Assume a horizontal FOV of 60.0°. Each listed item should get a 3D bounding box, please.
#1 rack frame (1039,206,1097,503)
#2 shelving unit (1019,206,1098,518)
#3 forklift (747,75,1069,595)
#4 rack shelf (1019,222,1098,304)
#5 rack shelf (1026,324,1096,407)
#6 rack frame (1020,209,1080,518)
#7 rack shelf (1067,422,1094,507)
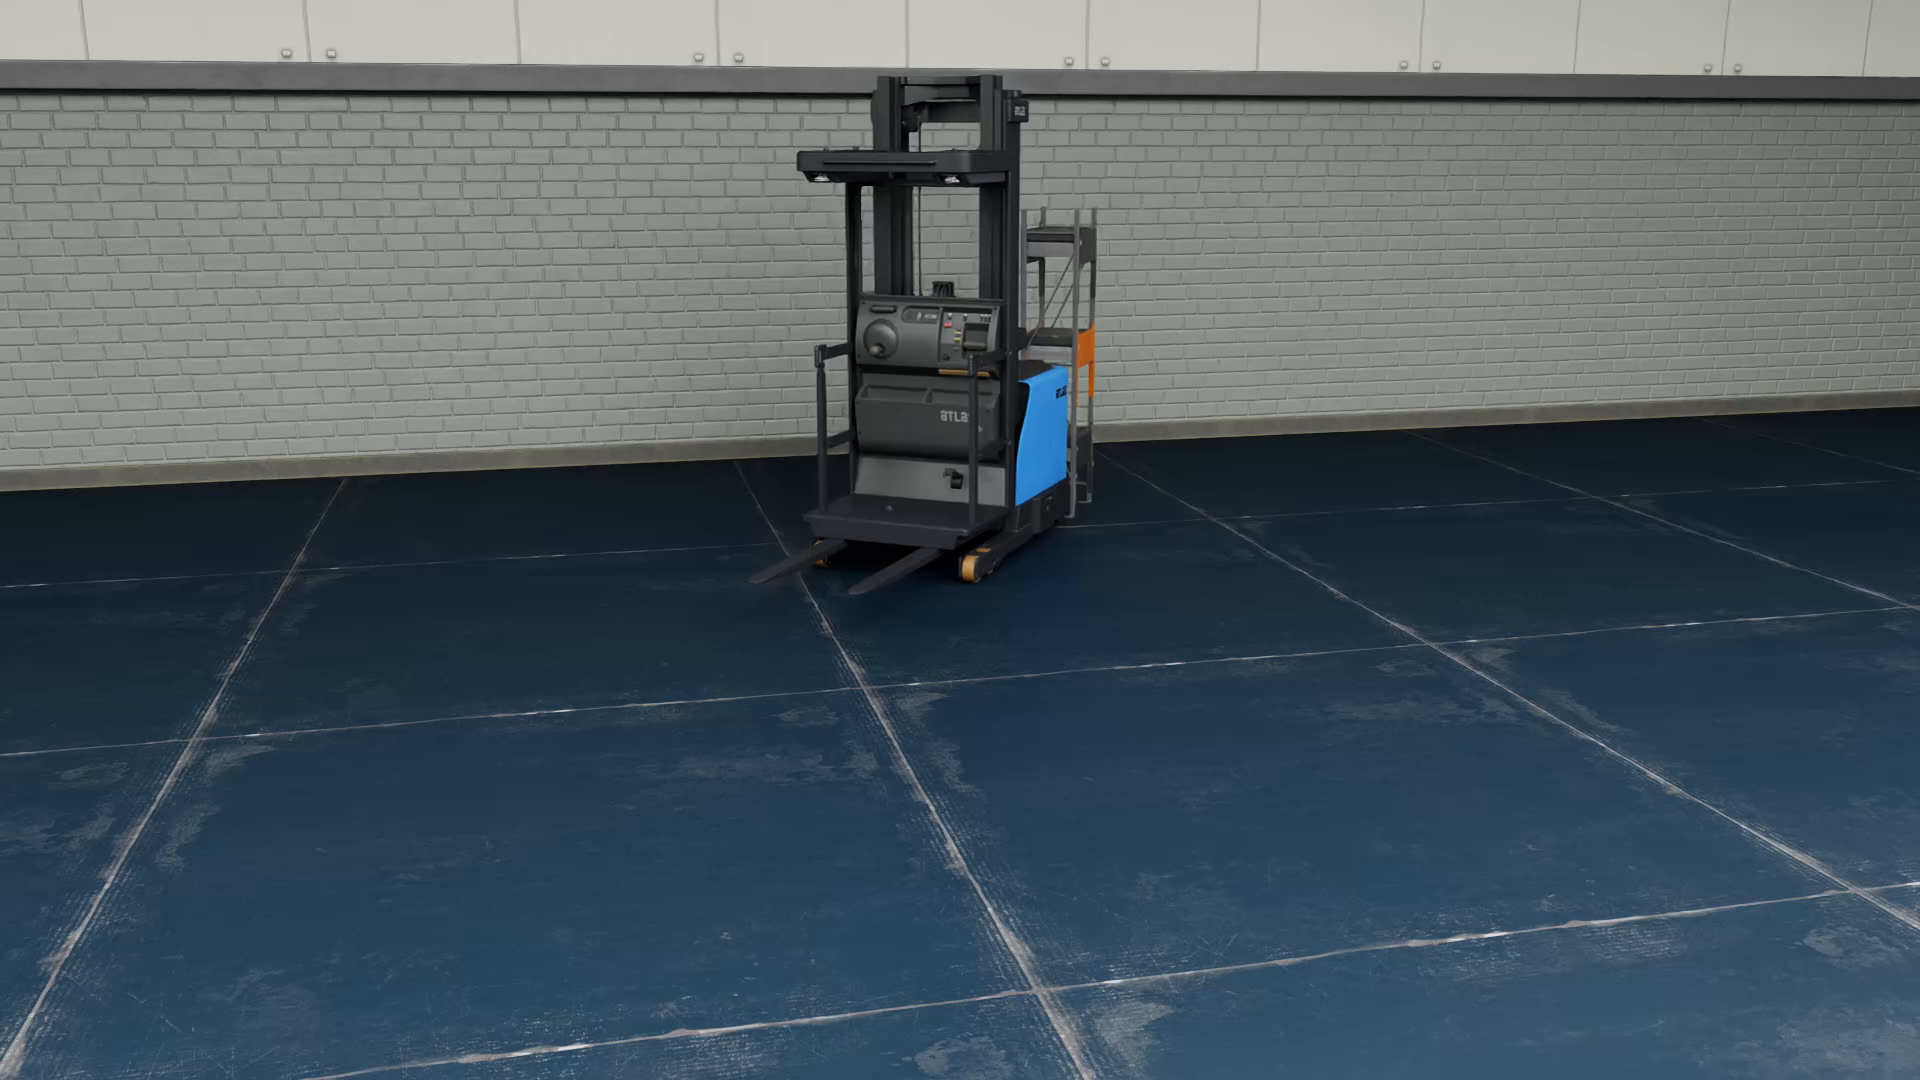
[{"bbox_3d":[0.758,-1.301,11.830,0.400,2.100,0.015,4,14,17],"label":"rack frame"},{"bbox_3d":[0.682,-1.246,11.604,0.431,2.100,0.503,4,14,17],"label":"shelving unit"},{"bbox_3d":[-0.280,-1.283,10.003,1.130,2.935,3.031,6,15,21],"label":"forklift"},{"bbox_3d":[0.682,-1.913,11.441,0.431,0.518,0.480,4,14,17],"label":"rack shelf"},{"bbox_3d":[0.682,-1.233,11.608,0.431,0.518,0.480,4,14,17],"label":"rack shelf"},{"bbox_3d":[0.607,-1.191,11.379,0.400,2.100,0.015,4,14,17],"label":"rack frame"},{"bbox_3d":[0.682,-0.553,11.774,0.431,0.518,0.480,4,14,17],"label":"rack shelf"}]
